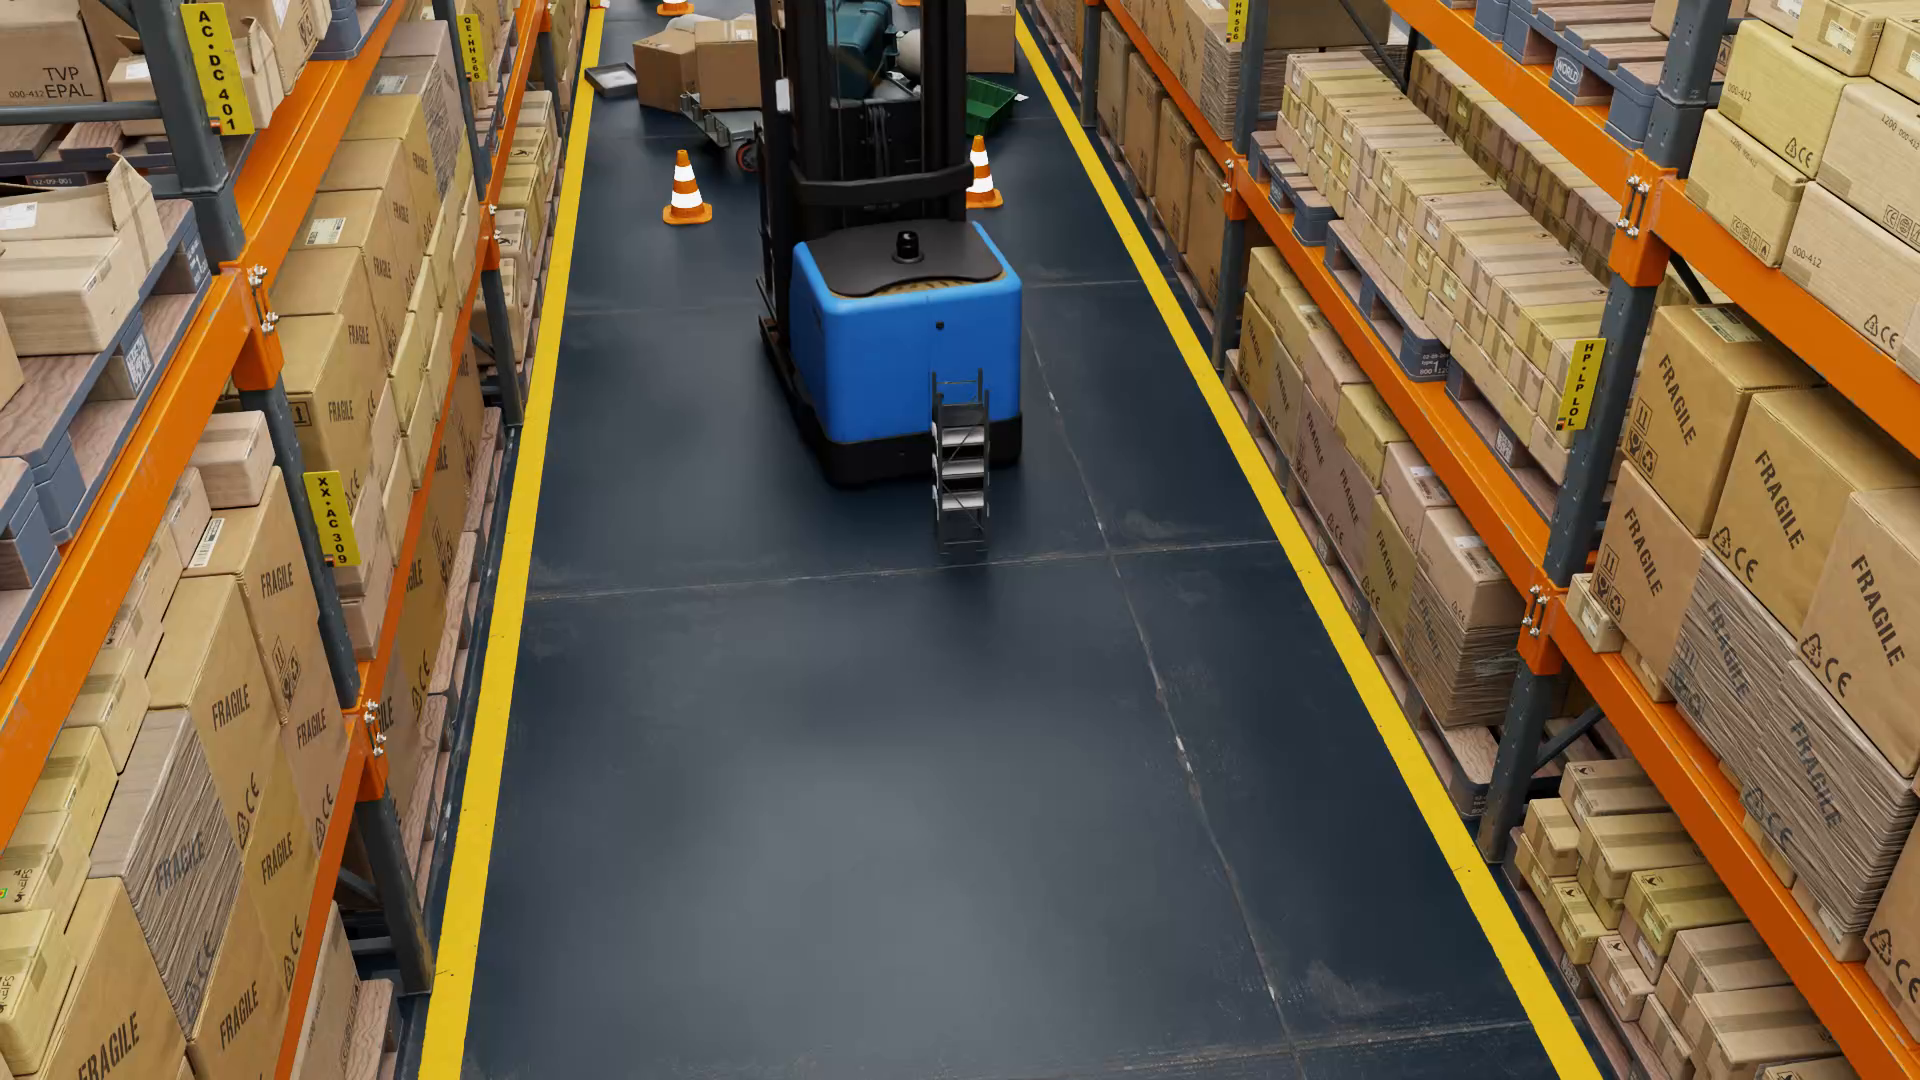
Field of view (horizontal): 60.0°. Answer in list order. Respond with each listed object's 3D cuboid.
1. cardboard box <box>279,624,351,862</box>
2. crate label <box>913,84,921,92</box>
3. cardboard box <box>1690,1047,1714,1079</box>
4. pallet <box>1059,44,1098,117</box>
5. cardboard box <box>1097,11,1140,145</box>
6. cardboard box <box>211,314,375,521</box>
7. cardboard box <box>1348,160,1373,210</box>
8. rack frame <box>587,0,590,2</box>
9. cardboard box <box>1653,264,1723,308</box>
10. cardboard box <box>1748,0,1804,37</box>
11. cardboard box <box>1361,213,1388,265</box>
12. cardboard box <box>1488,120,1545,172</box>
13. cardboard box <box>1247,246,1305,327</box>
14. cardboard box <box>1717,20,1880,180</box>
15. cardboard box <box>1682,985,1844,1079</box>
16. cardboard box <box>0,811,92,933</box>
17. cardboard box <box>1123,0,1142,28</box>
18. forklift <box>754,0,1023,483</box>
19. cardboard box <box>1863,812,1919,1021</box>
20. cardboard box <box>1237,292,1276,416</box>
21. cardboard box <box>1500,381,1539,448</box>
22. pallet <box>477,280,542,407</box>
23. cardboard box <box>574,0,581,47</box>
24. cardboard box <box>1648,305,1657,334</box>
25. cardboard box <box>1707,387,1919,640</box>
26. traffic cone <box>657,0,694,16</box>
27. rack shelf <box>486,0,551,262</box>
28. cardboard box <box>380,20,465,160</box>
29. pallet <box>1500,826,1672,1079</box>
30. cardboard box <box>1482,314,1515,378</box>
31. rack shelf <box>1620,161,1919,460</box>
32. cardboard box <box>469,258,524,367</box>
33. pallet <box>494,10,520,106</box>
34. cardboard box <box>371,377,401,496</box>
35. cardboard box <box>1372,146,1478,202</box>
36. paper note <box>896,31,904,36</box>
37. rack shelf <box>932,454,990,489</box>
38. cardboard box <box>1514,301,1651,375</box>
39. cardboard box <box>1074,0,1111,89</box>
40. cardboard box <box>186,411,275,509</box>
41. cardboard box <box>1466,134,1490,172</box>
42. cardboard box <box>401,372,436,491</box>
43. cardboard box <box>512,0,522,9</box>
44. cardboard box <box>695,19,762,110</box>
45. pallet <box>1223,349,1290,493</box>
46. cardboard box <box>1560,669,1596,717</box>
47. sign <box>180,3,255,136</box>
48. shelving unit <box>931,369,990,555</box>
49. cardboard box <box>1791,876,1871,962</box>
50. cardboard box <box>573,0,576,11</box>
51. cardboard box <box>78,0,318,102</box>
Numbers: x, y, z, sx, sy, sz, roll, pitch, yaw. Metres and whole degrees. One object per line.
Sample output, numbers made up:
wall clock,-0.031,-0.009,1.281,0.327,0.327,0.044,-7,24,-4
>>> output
cardboard box,-2.057,0.573,4.657,0.500,0.500,0.500,-4,34,-6
crate label,-0.235,-3.590,13.396,0.250,0.136,0.298,27,43,34
cardboard box,2.489,1.625,5.096,0.380,0.149,0.250,-3,34,-4
pallet,1.418,-3.799,13.637,1.003,0.211,1.213,-4,35,-6
cardboard box,1.615,-3.425,12.237,1.050,0.750,0.750,-5,35,-7
cardboard box,-2.147,-0.347,5.119,0.500,0.500,0.500,-4,34,-6
cardboard box,1.991,-1.617,7.545,0.380,0.149,0.250,-4,35,-6
rack frame,-3.987,-6.322,14.862,1.000,3.000,0.127,-4,35,-6
cardboard box,2.846,-0.925,6.266,0.380,0.149,0.250,-4,34,-6
cardboard box,2.318,-1.425,4.348,0.380,0.149,0.250,-5,35,-7
cardboard box,2.021,-1.354,7.423,0.380,0.149,0.250,-4,34,-6
cardboard box,2.634,-1.795,7.542,0.380,0.149,0.250,-4,35,-6
cardboard box,1.834,-1.336,8.728,0.500,0.250,0.500,-6,35,-9
cardboard box,2.346,-1.154,4.305,0.500,0.250,0.500,-3,34,-5
cardboard box,2.432,1.498,5.019,0.380,0.149,0.250,-4,34,-5
cardboard box,-1.859,0.654,3.074,0.380,0.149,0.250,-4,35,-6
cardboard box,1.380,-3.687,10.908,0.500,0.500,0.500,-5,35,-7
forklift,-0.571,-2.329,9.064,1.130,2.935,3.031,-9,35,-13
cardboard box,2.543,0.931,3.867,0.500,0.500,0.500,-3,34,-4
cardboard box,1.823,-1.015,8.923,0.500,0.500,0.500,-6,35,-8
cardboard box,2.233,-0.478,6.138,0.380,0.149,0.250,-4,34,-6
pallet,-3.014,-1.141,9.737,1.003,0.211,1.213,-4,35,-6
cardboard box,-3.474,-4.347,14.034,0.500,0.250,0.500,-6,35,-8
cardboard box,2.850,-0.792,6.335,0.380,0.149,0.250,-4,34,-5
cardboard box,2.423,-0.075,4.456,0.500,0.500,0.500,-5,35,-8
traffic cone,-2.651,-5.131,15.368,0.336,0.463,0.334,-4,35,-6
rack shelf,-3.180,-2.676,10.152,1.077,0.370,4.000,-4,35,-6
cardboard box,-2.582,-2.043,7.608,0.500,0.500,0.500,-5,35,-8
pallet,2.644,1.468,5.908,1.003,0.211,1.213,-4,35,-6
cardboard box,2.202,-0.742,6.261,0.380,0.149,0.250,-3,34,-4
rack shelf,2.788,0.117,3.389,1.077,0.370,4.000,-4,35,-6
cardboard box,-2.977,-1.261,9.397,0.950,0.372,0.625,-7,35,-10
pallet,-3.218,-2.880,9.982,1.003,0.211,1.213,-4,35,-6
cardboard box,-2.250,-0.325,5.753,0.500,0.250,0.500,-4,34,-6
cardboard box,2.029,-1.598,7.254,0.380,0.149,0.250,-3,34,-5
paper note,-0.572,-4.545,14.893,0.144,0.017,0.142,7,35,10
rack shelf,0.001,-0.340,8.009,0.258,0.077,0.200,-4,35,-6
cardboard box,2.234,-0.731,5.981,0.380,0.149,0.250,-5,35,-8
cardboard box,1.428,-4.172,13.223,0.875,0.875,0.875,-4,34,-6
cardboard box,-2.016,-0.200,4.327,0.380,0.149,0.250,-5,35,-7
cardboard box,2.607,-1.805,7.821,0.380,0.149,0.250,-4,35,-6
cardboard box,-2.295,-0.405,6.313,0.500,0.250,0.500,-5,35,-7
cardboard box,-2.980,-3.461,10.516,0.380,0.149,0.250,-4,34,-6
cardboard box,-1.689,-3.521,12.300,0.500,0.500,0.500,-4,35,-6
pallet,2.084,-0.700,9.090,1.003,0.211,1.213,-4,35,-6
cardboard box,2.682,0.371,6.889,0.500,0.500,0.500,-3,34,-5
sign,-1.823,-1.154,4.087,0.100,0.325,0.005,-4,35,-6
shelving unit,0.001,-0.367,7.990,0.258,0.900,0.210,-4,35,-6
cardboard box,2.458,0.961,4.399,0.380,0.149,0.250,-3,34,-4
cardboard box,-3.486,-4.668,13.839,0.500,0.500,0.500,-5,35,-7
cardboard box,-2.204,-1.593,4.799,0.500,0.500,0.500,-5,35,-7
